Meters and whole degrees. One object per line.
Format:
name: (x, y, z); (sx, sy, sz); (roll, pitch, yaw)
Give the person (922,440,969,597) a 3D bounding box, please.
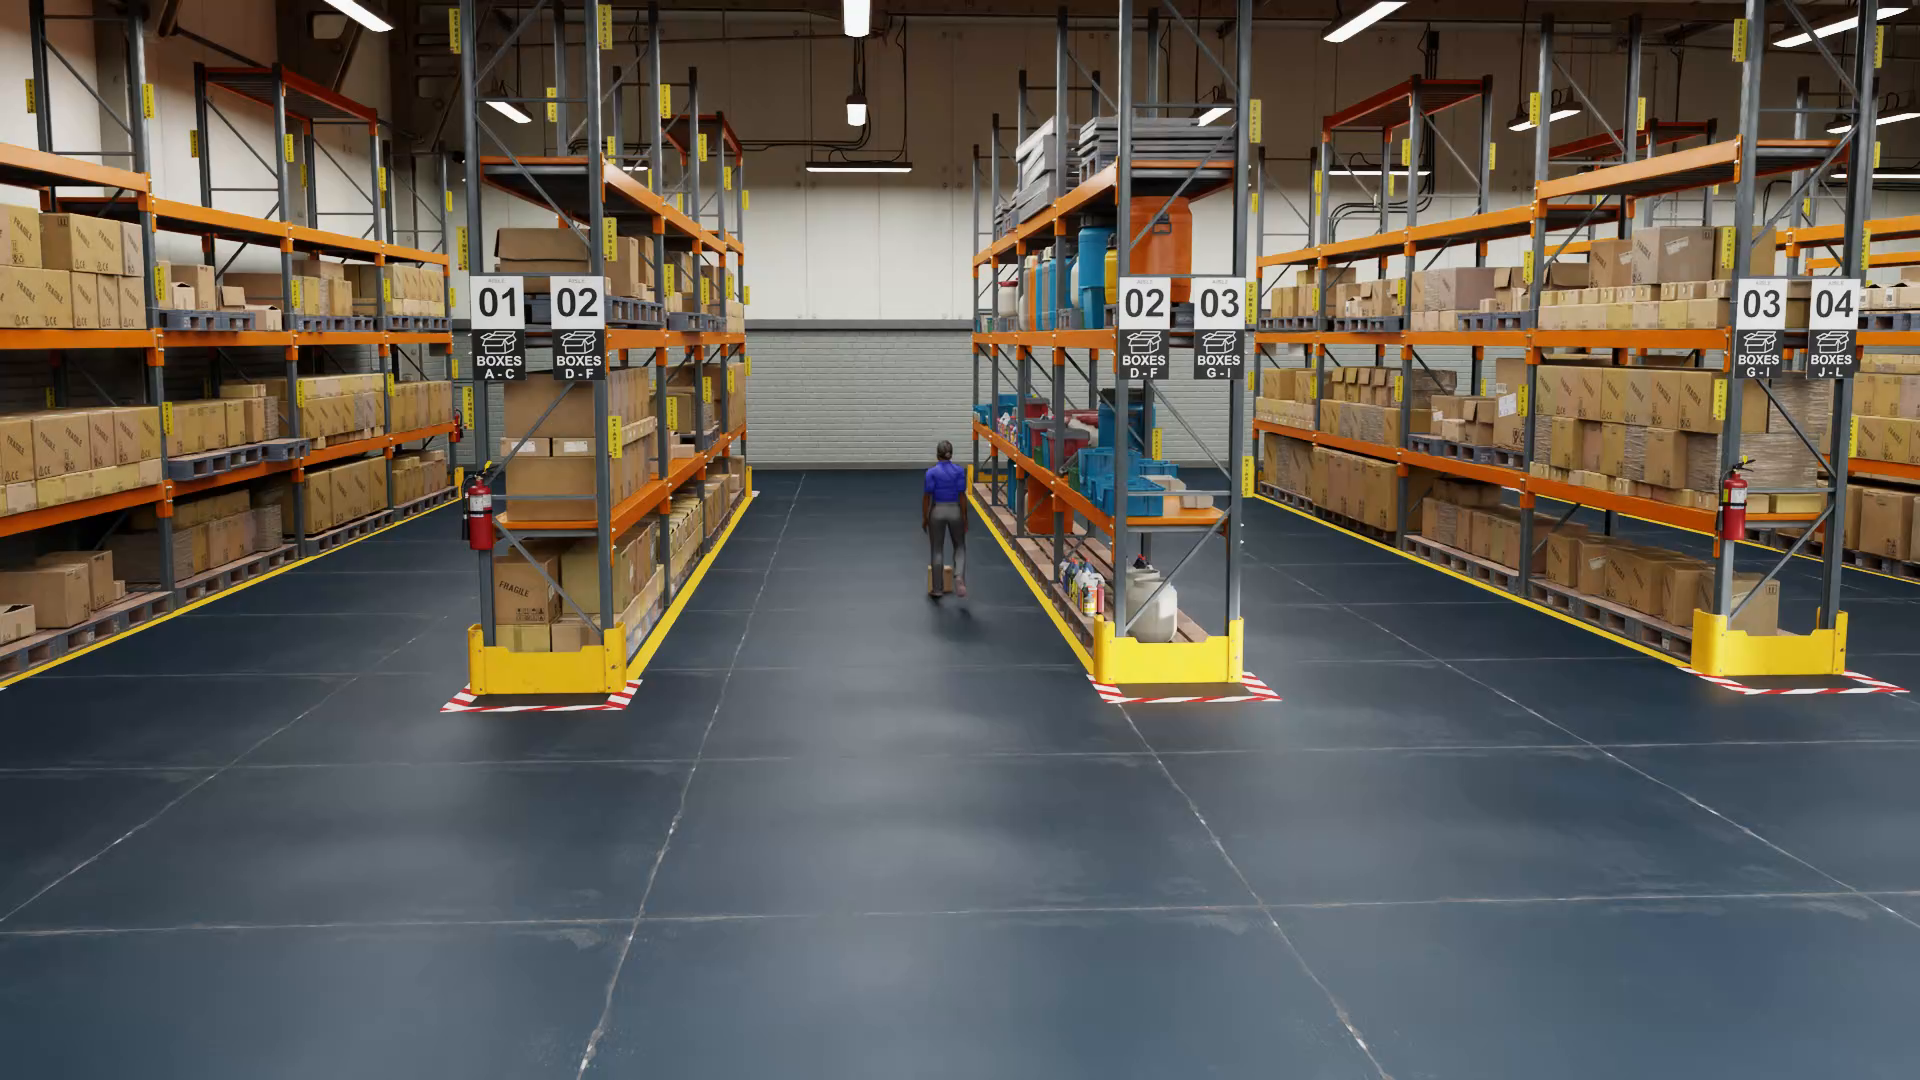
person: (-0.157, -0.221, 17.385); (0.491, 1.656, 0.537); (-1, 7, -9)
